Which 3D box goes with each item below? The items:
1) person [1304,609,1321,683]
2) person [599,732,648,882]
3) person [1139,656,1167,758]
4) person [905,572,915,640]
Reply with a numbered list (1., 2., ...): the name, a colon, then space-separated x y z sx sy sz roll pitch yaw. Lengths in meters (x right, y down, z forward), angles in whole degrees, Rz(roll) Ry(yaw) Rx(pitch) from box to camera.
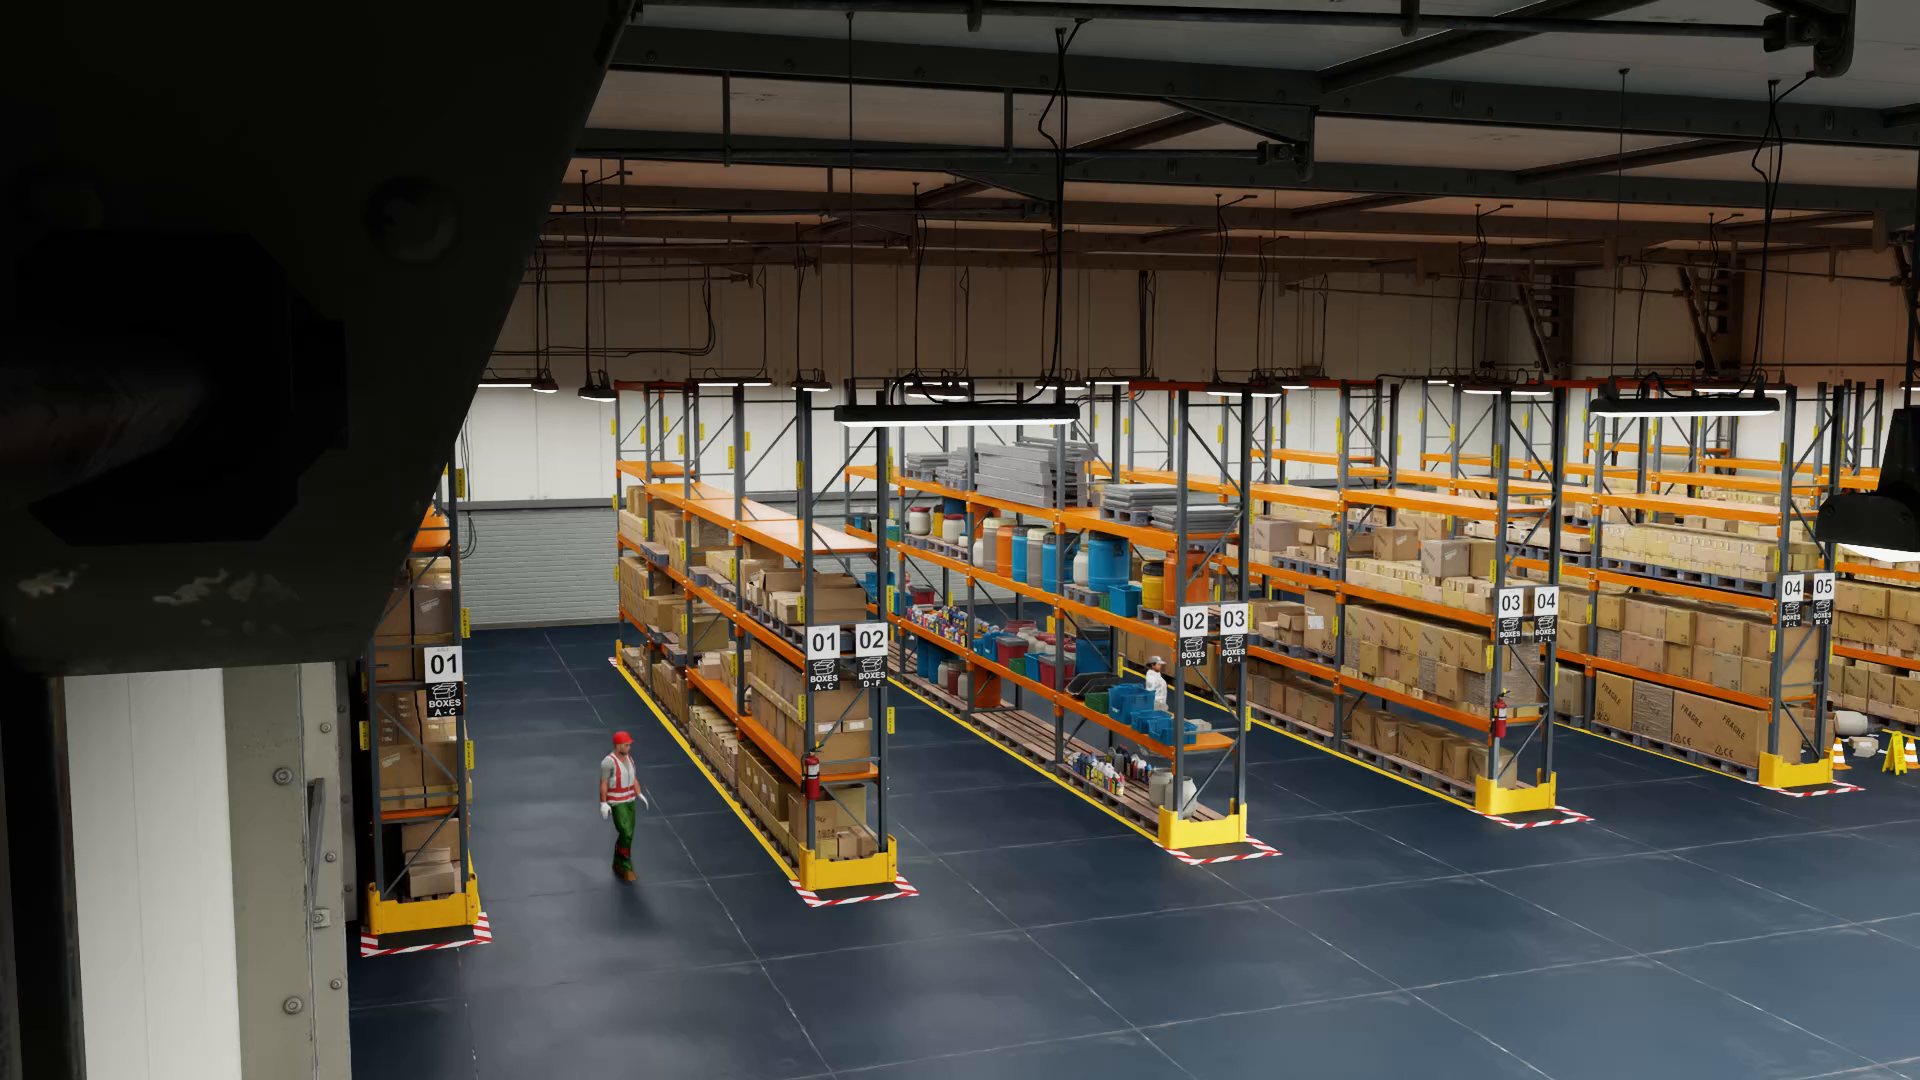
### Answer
1. person: 7.154 1.976 33.342 0.580 1.780 0.537 -1 6 -9
2. person: -4.140 3.293 20.566 0.509 1.846 0.570 3 7 26
3. person: 3.112 2.675 26.656 0.495 1.655 0.499 1 6 12
4. person: -1.209 1.493 38.376 0.424 1.535 1.009 -3 7 -29
